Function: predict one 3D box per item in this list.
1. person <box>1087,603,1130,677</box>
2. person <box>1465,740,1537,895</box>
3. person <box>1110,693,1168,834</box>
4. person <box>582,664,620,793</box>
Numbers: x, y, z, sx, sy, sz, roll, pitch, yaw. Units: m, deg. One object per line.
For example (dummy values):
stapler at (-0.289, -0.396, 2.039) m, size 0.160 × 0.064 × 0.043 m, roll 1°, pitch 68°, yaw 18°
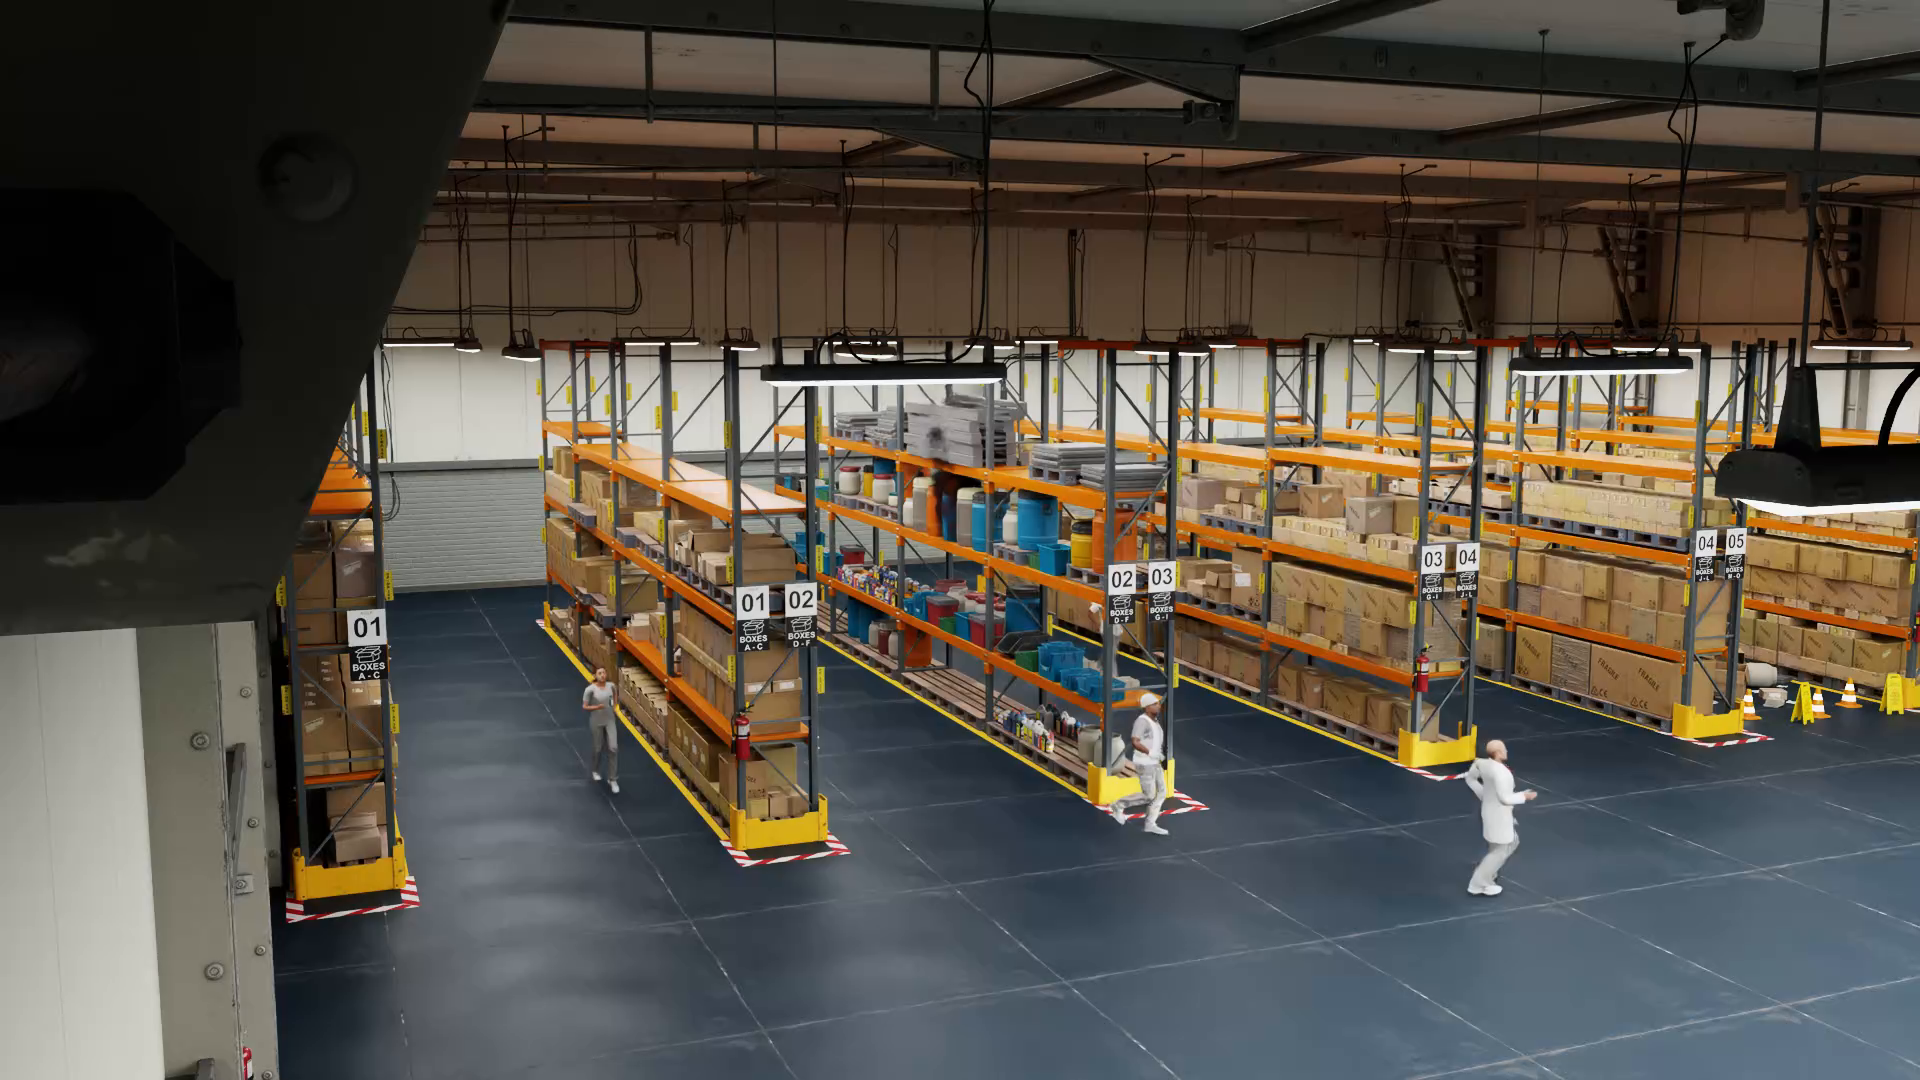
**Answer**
person at (2.659, 1.651, 29.200) m, size 0.691 × 1.779 × 0.951 m, roll -4°, pitch 9°, yaw -29°
person at (5.991, 3.078, 18.412) m, size 0.695 × 1.776 × 0.691 m, roll 0°, pitch 7°, yaw 0°
person at (2.289, 2.777, 20.810) m, size 0.728 × 1.747 × 0.698 m, roll 3°, pitch 8°, yaw 23°
person at (-4.893, 2.541, 22.722) m, size 0.555 × 1.708 × 0.840 m, roll -4°, pitch 8°, yaw -27°
